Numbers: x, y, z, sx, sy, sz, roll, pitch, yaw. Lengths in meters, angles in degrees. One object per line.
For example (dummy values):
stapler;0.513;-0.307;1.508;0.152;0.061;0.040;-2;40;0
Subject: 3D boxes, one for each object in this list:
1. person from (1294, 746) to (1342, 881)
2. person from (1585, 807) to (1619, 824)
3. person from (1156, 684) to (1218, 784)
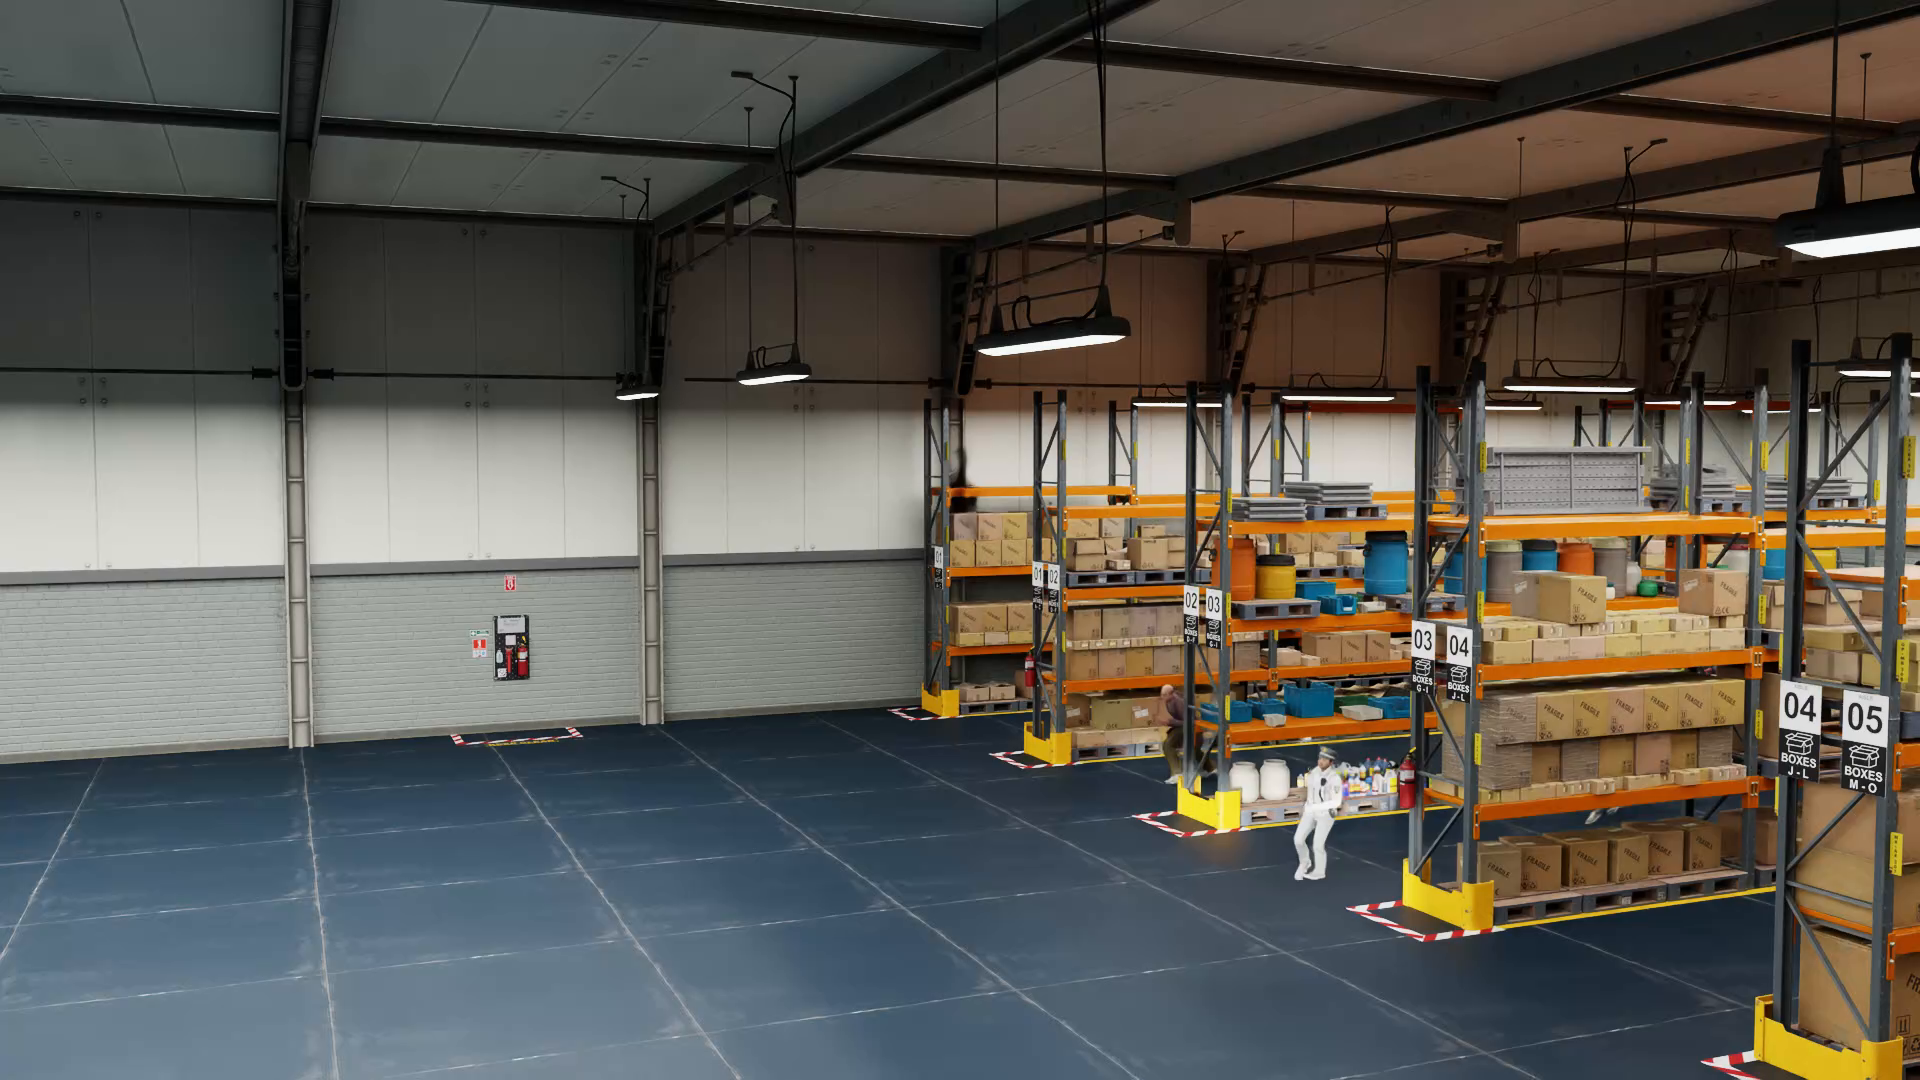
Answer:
person;4.174;3.203;19.364;0.596;1.654;0.645;-3;5;-43
person;8.798;3.062;22.660;0.823;1.525;0.536;-2;4;-31
person;3.448;2.932;25.161;1.235;1.567;0.698;-2;4;-28
